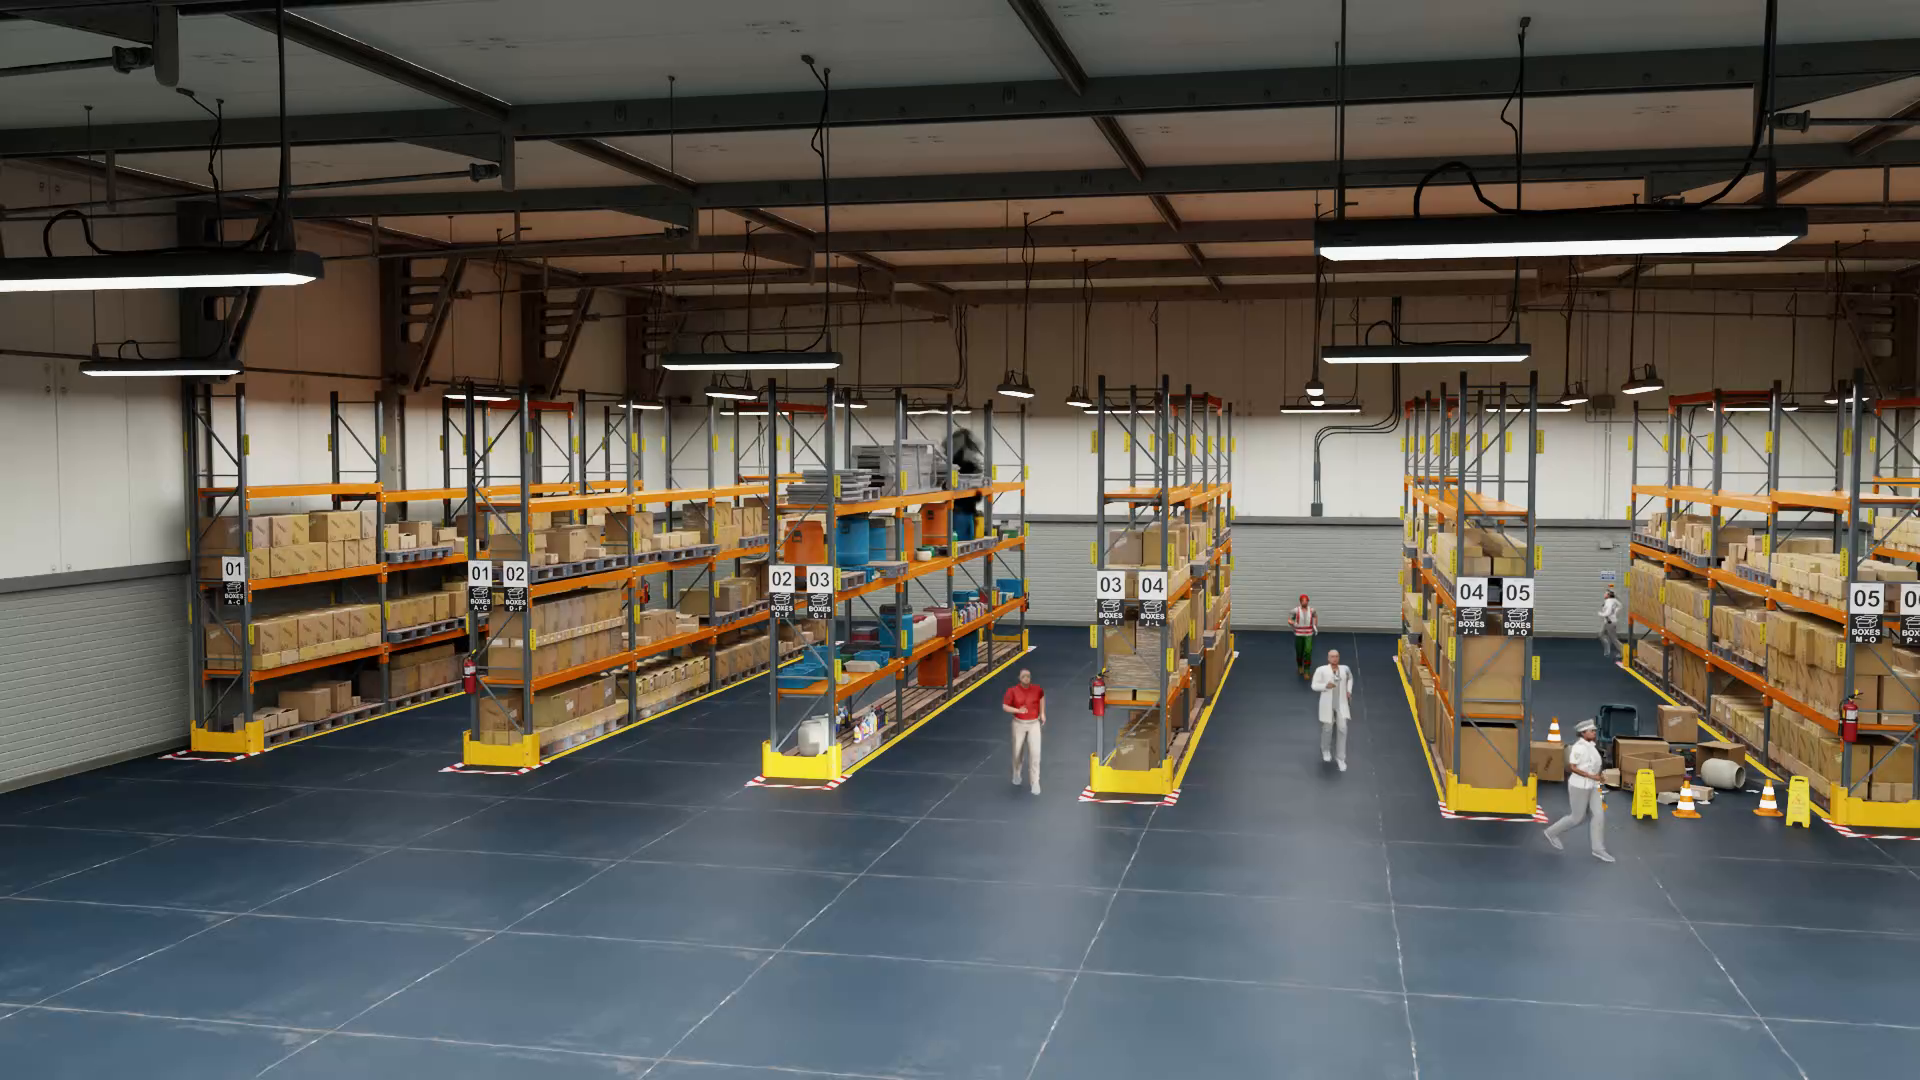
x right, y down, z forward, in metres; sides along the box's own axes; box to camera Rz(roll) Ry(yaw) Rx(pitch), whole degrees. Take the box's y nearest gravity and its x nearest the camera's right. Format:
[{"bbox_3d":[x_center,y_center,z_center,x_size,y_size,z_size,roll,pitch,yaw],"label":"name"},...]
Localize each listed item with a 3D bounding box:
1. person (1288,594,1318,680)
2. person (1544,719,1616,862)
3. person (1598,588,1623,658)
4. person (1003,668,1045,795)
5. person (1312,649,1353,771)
[{"bbox_3d":[7.328,2.048,35.550,0.644,1.784,0.976,1,3,9],"label":"person"},{"bbox_3d":[7.538,3.011,20.184,0.579,1.695,0.863,-3,4,-42],"label":"person"},{"bbox_3d":[15.224,1.964,38.824,0.634,1.724,0.632,1,4,23],"label":"person"},{"bbox_3d":[0.939,2.751,24.188,0.671,1.776,0.870,0,3,-8],"label":"person"},{"bbox_3d":[5.808,2.611,25.882,0.690,1.819,0.910,0,3,2],"label":"person"}]
